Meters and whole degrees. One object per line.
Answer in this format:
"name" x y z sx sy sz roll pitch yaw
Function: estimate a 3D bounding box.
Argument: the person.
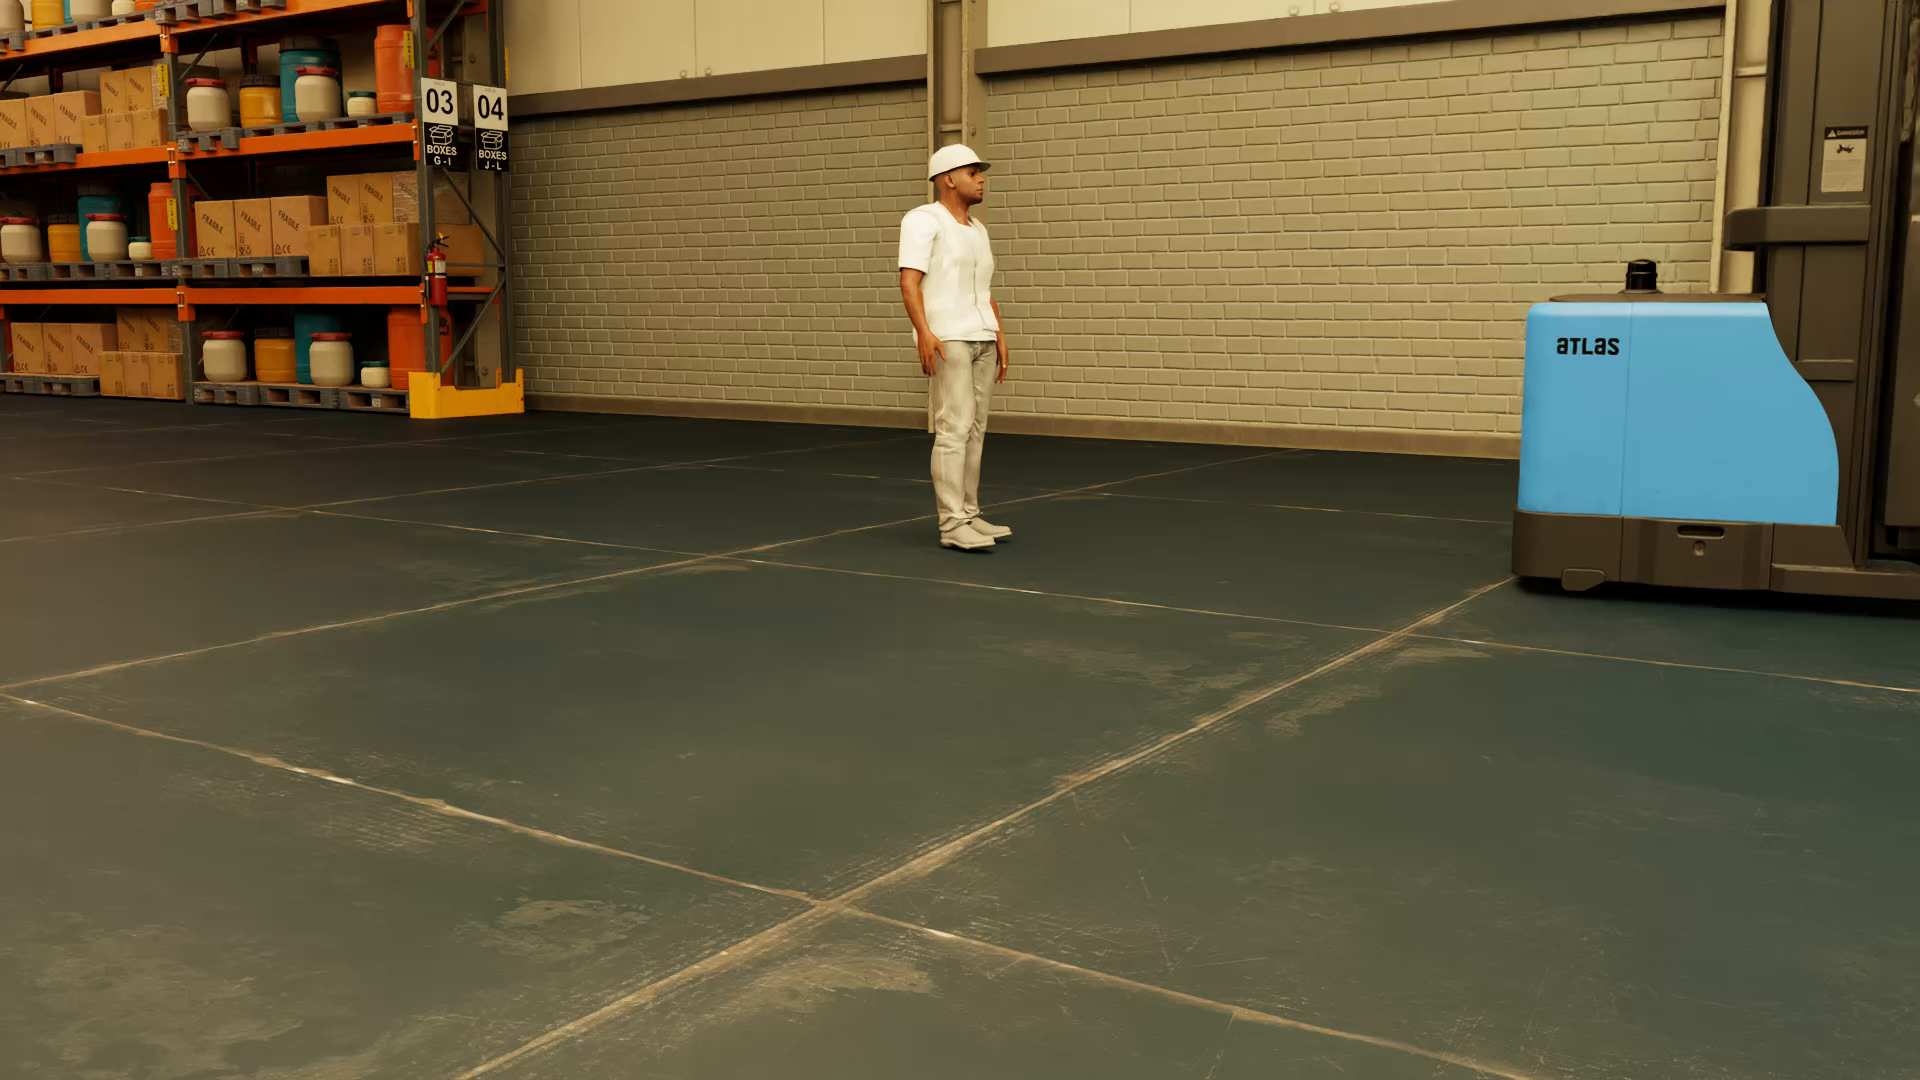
"person" 0.055 -0.875 7.435 0.575 1.768 0.665 5 10 34

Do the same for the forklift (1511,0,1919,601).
"forklift" 3.634 -1.236 5.886 3.031 2.935 1.130 3 9 21
